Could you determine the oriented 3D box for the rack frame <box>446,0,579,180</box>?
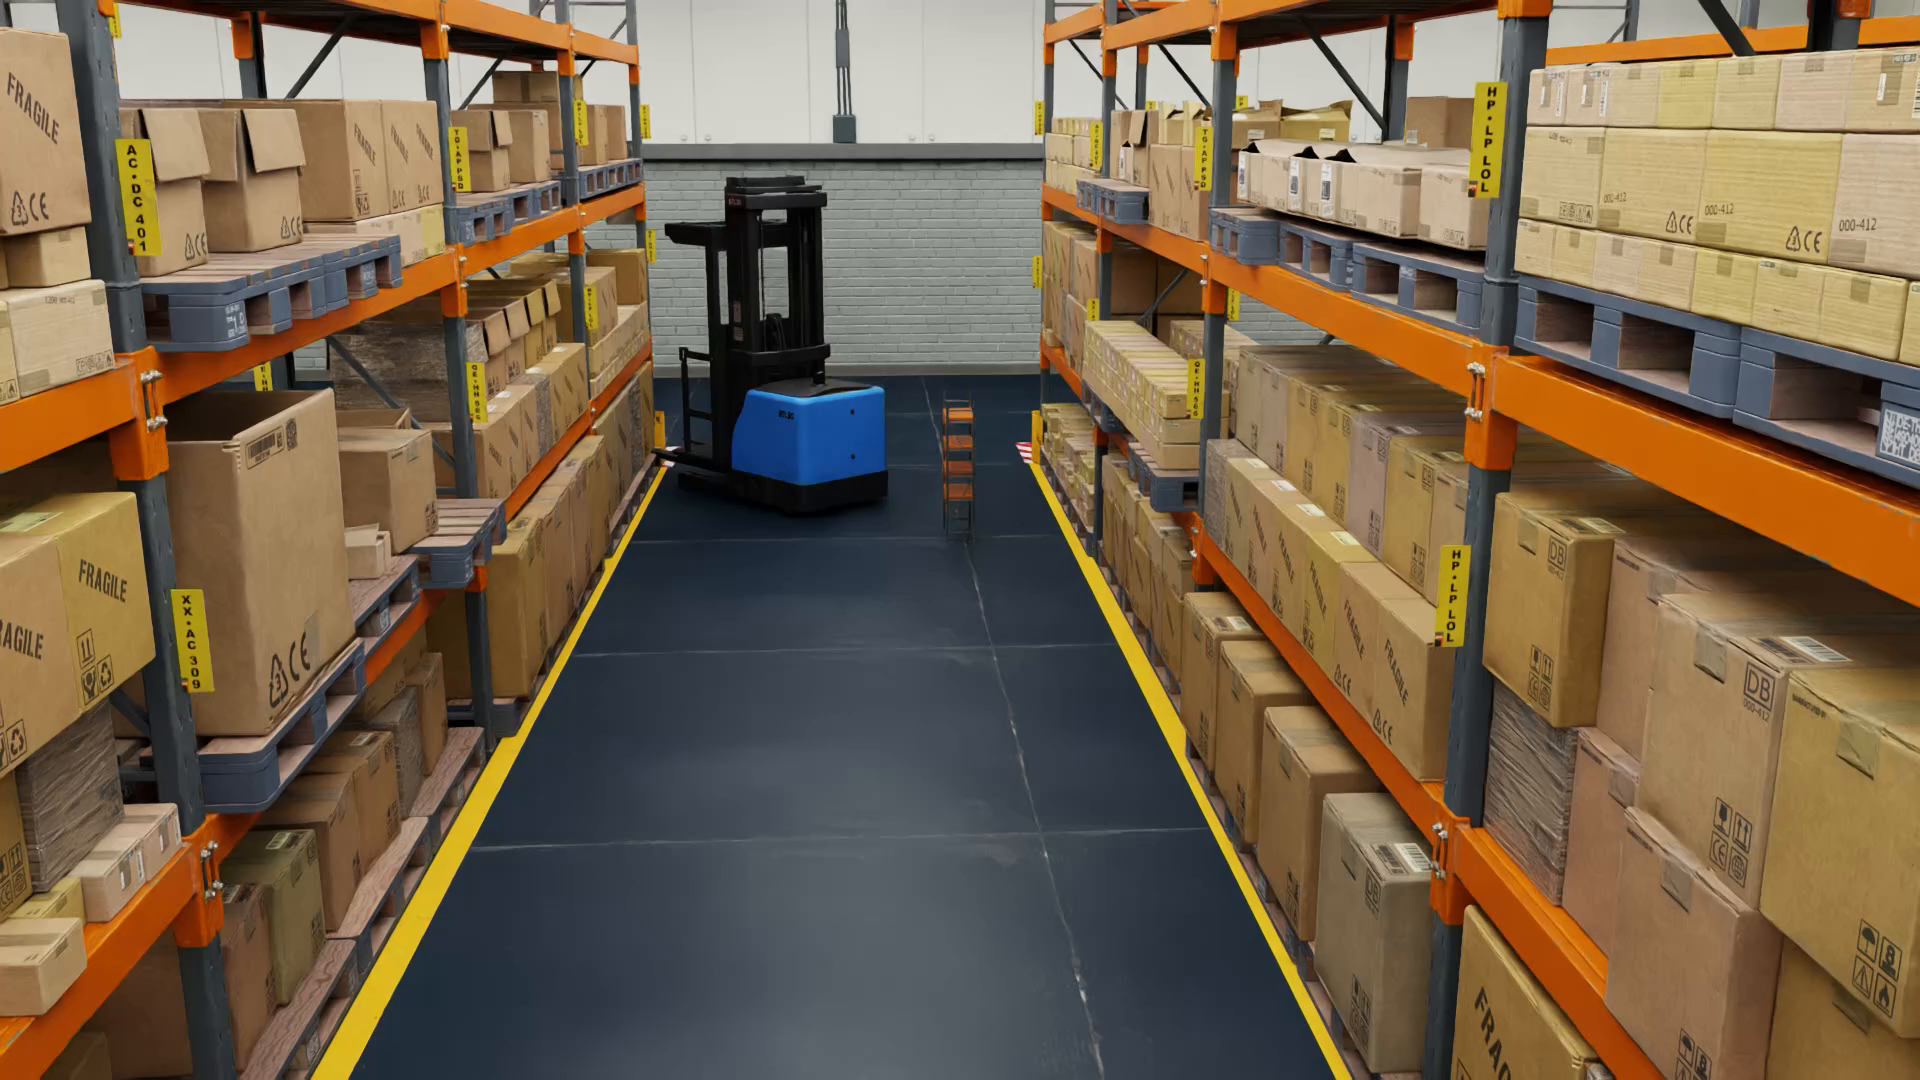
[{"bbox_3d":[-3.380,-4.157,12.123,1.000,3.000,0.127,-1,14,-3],"label":"rack frame"}]

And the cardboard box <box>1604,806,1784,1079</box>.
[{"bbox_3d":[2.080,0.978,3.904,0.875,0.550,0.550,-1,14,-3],"label":"cardboard box"}]

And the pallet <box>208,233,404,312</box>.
[{"bbox_3d":[-2.883,-1.037,6.393,1.213,0.211,1.003,-1,14,-3],"label":"pallet"}]

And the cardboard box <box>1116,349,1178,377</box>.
[{"bbox_3d":[1.244,-1.179,11.057,0.380,0.149,0.250,0,14,-2],"label":"cardboard box"}]

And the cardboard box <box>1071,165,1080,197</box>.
[{"bbox_3d":[1.226,-3.051,14.148,0.500,0.250,0.500,-1,14,-4],"label":"cardboard box"}]

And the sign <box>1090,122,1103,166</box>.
[{"bbox_3d":[1.036,-2.996,12.592,0.100,0.325,0.005,-1,14,-3],"label":"sign"}]

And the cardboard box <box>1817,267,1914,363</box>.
[{"bbox_3d":[1.850,-0.422,3.088,0.380,0.149,0.250,-1,14,-3],"label":"cardboard box"}]

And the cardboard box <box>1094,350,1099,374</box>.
[{"bbox_3d":[1.177,-1.295,12.104,0.380,0.149,0.250,-1,14,-2],"label":"cardboard box"}]

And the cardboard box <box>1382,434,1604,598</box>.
[{"bbox_3d":[2.002,-0.097,6.177,0.700,0.500,0.500,-1,14,-4],"label":"cardboard box"}]

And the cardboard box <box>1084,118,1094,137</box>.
[{"bbox_3d":[1.201,-3.317,13.378,0.380,0.149,0.250,-1,14,-4],"label":"cardboard box"}]

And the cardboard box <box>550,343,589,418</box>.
[{"bbox_3d":[-3.078,-1.188,12.422,0.500,0.500,0.500,-1,14,-3],"label":"cardboard box"}]

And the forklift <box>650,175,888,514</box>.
[{"bbox_3d":[-2.051,-1.948,15.715,1.130,2.935,3.031,-14,20,-42],"label":"forklift"}]

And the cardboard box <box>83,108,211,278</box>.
[{"bbox_3d":[-2.814,-1.086,5.159,0.797,0.503,0.637,-2,15,-6],"label":"cardboard box"}]

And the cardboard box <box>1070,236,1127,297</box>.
[{"bbox_3d":[1.223,-2.348,14.329,0.500,0.500,0.500,-1,14,-2],"label":"cardboard box"}]

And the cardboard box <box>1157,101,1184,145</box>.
[{"bbox_3d":[1.440,-2.596,10.340,0.396,0.266,0.258,-1,14,-3],"label":"cardboard box"}]

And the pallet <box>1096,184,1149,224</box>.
[{"bbox_3d":[1.576,-2.252,11.114,1.213,0.211,1.003,-1,14,-3],"label":"pallet"}]

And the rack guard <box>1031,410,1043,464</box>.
[{"bbox_3d":[1.334,-1.068,17.175,1.175,0.500,0.348,-1,14,-3],"label":"rack guard"}]

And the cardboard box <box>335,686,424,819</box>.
[{"bbox_3d":[-3.023,1.045,8.079,0.700,0.500,0.500,-2,15,-8],"label":"cardboard box"}]

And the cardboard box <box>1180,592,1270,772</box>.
[{"bbox_3d":[1.773,0.731,8.838,1.050,0.750,0.750,-1,14,-4],"label":"cardboard box"}]

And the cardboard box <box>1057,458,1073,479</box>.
[{"bbox_3d":[1.108,-0.669,15.486,0.380,0.149,0.250,-2,15,-6],"label":"cardboard box"}]

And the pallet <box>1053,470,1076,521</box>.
[{"bbox_3d":[1.422,-0.423,15.247,1.003,0.211,1.213,-1,14,-3],"label":"pallet"}]

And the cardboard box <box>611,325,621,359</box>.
[{"bbox_3d":[-3.211,-1.696,14.303,0.500,0.250,0.500,-1,14,-2],"label":"cardboard box"}]

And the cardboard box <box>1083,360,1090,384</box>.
[{"bbox_3d":[1.142,-1.279,12.641,0.380,0.149,0.250,-2,15,-6],"label":"cardboard box"}]

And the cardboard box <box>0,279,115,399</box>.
[{"bbox_3d":[-2.595,-0.533,4.357,0.500,0.250,0.500,0,14,-1],"label":"cardboard box"}]

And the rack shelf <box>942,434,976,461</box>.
[{"bbox_3d":[-0.010,-0.774,13.998,0.258,0.148,0.480,-1,14,-3],"label":"rack shelf"}]

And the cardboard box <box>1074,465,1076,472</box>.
[{"bbox_3d":[1.228,-0.670,14.894,0.380,0.149,0.250,-2,15,-6],"label":"cardboard box"}]

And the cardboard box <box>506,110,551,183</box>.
[{"bbox_3d":[-3.334,-2.812,11.872,0.700,0.500,0.500,-1,14,-2],"label":"cardboard box"}]

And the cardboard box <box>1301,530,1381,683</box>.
[{"bbox_3d":[1.711,0.261,6.790,0.500,0.500,0.500,-1,14,-3],"label":"cardboard box"}]

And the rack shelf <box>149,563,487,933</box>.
[{"bbox_3d":[-3.008,0.589,7.160,1.077,0.370,4.000,-1,14,-3],"label":"rack shelf"}]

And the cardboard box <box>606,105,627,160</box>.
[{"bbox_3d":[-3.542,-3.871,15.786,0.700,0.500,0.500,-2,15,-7],"label":"cardboard box"}]

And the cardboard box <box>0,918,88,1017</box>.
[{"bbox_3d":[-2.489,1.095,4.256,0.380,0.149,0.250,-1,14,-3],"label":"cardboard box"}]

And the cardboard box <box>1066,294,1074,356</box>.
[{"bbox_3d":[1.205,-1.864,14.454,0.500,0.500,0.500,-1,14,-4],"label":"cardboard box"}]

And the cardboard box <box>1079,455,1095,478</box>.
[{"bbox_3d":[1.217,-0.623,14.112,0.380,0.149,0.250,-1,14,-4],"label":"cardboard box"}]

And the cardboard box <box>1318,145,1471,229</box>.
[{"bbox_3d":[1.745,-1.407,6.591,0.500,0.311,0.500,-1,14,-5],"label":"cardboard box"}]

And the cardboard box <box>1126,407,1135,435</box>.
[{"bbox_3d":[1.276,-0.760,10.622,0.380,0.149,0.250,-2,15,-6],"label":"cardboard box"}]

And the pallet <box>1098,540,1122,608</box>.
[{"bbox_3d":[1.627,0.241,12.665,1.003,0.211,1.213,-1,14,-3],"label":"pallet"}]

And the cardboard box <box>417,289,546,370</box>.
[{"bbox_3d":[-3.301,-1.456,11.452,0.797,0.503,0.637,-1,14,-3],"label":"cardboard box"}]

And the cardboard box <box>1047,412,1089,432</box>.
[{"bbox_3d":[1.048,-1.142,16.128,0.380,0.149,0.250,-1,14,-4],"label":"cardboard box"}]

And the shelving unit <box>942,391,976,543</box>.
[{"bbox_3d":[-0.010,-0.622,14.037,0.258,1.200,0.503,-1,14,-3],"label":"shelving unit"}]

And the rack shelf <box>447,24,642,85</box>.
[{"bbox_3d":[-3.504,-4.112,14.195,1.077,0.370,4.000,-1,14,-3],"label":"rack shelf"}]

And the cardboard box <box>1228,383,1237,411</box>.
[{"bbox_3d":[1.926,-0.916,10.629,0.380,0.149,0.250,-1,14,-3],"label":"cardboard box"}]

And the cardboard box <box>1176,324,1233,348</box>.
[{"bbox_3d":[1.814,-1.509,12.339,0.380,0.149,0.250,-1,14,-5],"label":"cardboard box"}]

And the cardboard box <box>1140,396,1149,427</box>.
[{"bbox_3d":[1.303,-0.781,10.108,0.380,0.149,0.250,-1,14,-2],"label":"cardboard box"}]

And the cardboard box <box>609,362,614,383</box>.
[{"bbox_3d":[-3.117,-1.405,13.970,0.380,0.149,0.250,-1,14,-5],"label":"cardboard box"}]

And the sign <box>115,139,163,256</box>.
[{"bbox_3d":[-2.343,-0.975,4.739,0.100,0.325,0.005,-1,14,-3],"label":"sign"}]

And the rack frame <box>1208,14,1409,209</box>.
[{"bbox_3d":[1.825,-3.213,8.456,1.000,3.000,0.127,-1,14,-3],"label":"rack frame"}]

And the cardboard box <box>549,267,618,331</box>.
[{"bbox_3d":[-3.214,-2.061,14.216,0.500,0.500,0.500,-1,14,-5],"label":"cardboard box"}]

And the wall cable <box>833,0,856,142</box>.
[{"bbox_3d":[-0.538,-8.169,21.261,2.277,5.999,0.120,-1,14,-3],"label":"wall cable"}]

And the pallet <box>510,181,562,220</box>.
[{"bbox_3d":[-3.274,-2.384,11.637,0.805,0.209,1.217,-1,15,-6],"label":"pallet"}]

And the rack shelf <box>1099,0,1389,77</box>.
[{"bbox_3d":[1.701,-3.169,10.529,1.077,0.370,4.000,-1,14,-3],"label":"rack shelf"}]

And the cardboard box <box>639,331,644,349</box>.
[{"bbox_3d":[-3.244,-1.914,15.948,0.380,0.149,0.250,-1,14,-3],"label":"cardboard box"}]

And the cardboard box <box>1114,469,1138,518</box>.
[{"bbox_3d":[1.395,-0.339,11.991,0.500,0.250,0.500,0,14,-2],"label":"cardboard box"}]

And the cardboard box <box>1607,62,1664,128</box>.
[{"bbox_3d":[1.788,-1.060,3.967,0.380,0.149,0.250,-1,14,-4],"label":"cardboard box"}]

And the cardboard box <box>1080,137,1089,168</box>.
[{"bbox_3d":[1.274,-3.165,13.587,0.500,0.250,0.500,-1,15,-6],"label":"cardboard box"}]
